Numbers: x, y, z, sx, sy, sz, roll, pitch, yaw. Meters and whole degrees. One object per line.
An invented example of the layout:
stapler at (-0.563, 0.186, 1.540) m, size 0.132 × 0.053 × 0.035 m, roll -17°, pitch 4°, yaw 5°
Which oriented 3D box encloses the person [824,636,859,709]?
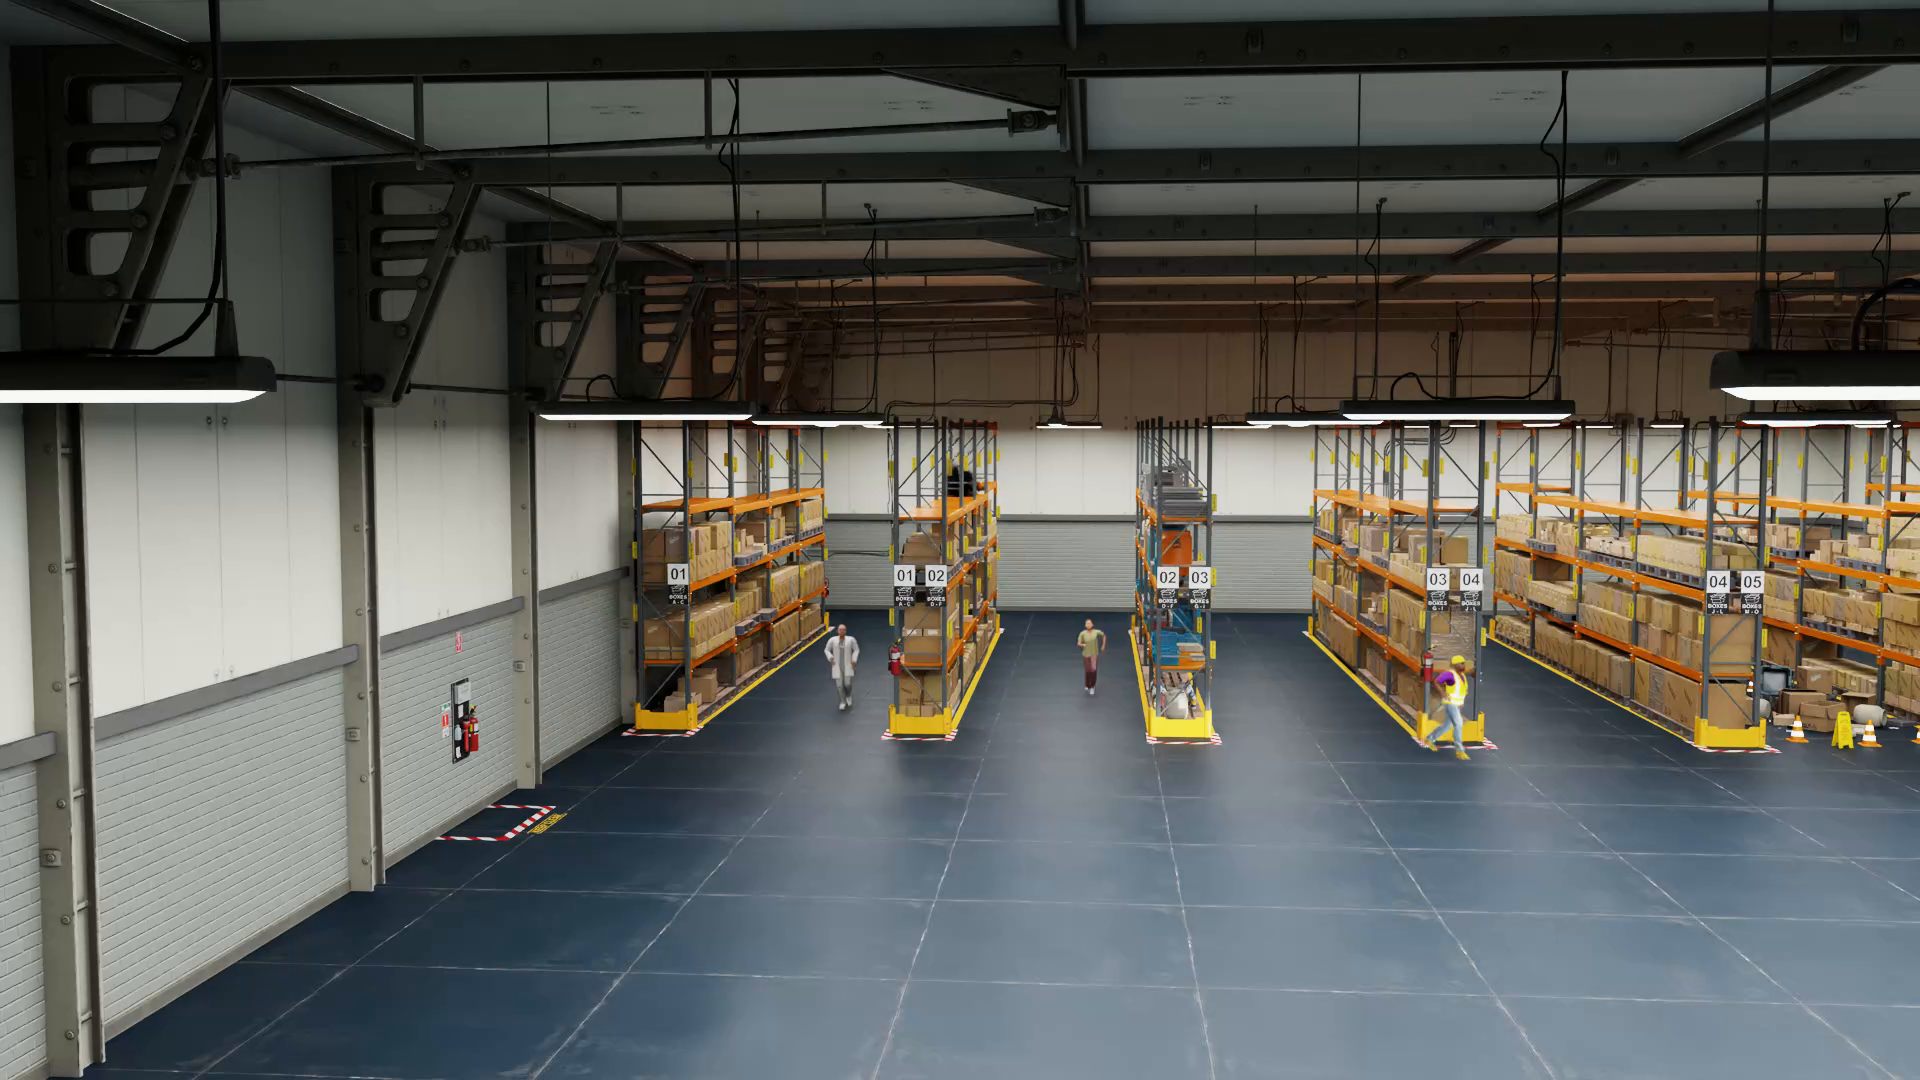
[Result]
person at (-2.442, 2.712, 34.320) m, size 0.716 × 1.541 × 0.569 m, roll 0°, pitch 4°, yaw -2°

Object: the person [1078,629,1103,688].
person at (2.811, 2.592, 36.037) m, size 0.530 × 1.308 × 0.525 m, roll 1°, pitch 4°, yaw 12°

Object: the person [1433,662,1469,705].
person at (7.013, 2.146, 34.888) m, size 10.413 × 0.847 × 6.640 m, roll 3°, pitch 5°, yaw 42°
